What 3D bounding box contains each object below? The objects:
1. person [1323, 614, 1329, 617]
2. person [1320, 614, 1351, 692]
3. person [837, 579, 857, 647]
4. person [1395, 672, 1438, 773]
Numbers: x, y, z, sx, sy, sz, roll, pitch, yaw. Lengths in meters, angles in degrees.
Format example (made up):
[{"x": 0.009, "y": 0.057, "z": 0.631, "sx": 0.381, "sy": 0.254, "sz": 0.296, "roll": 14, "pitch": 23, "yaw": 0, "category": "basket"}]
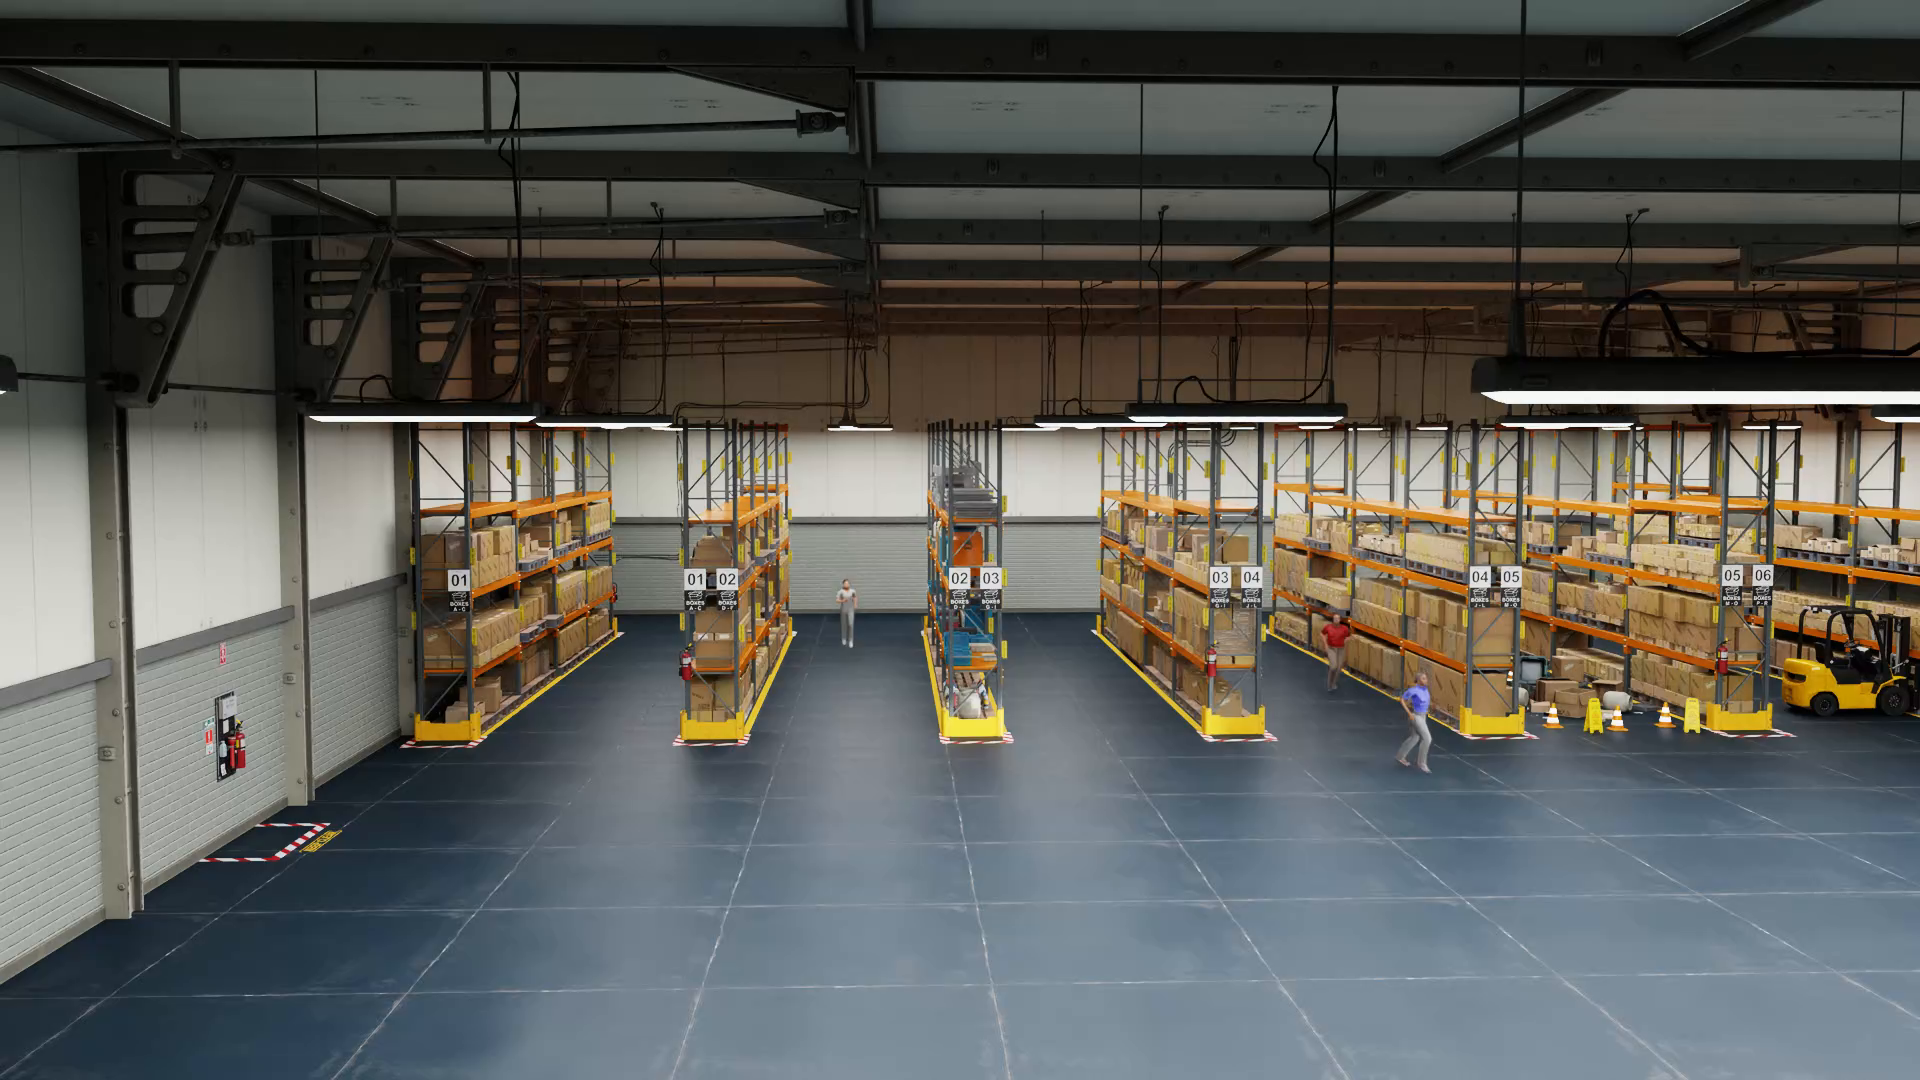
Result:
[{"x": 10.627, "y": 1.824, "z": 48.450, "sx": 0.642, "sy": 1.626, "sz": 0.571, "roll": -2, "pitch": 4, "yaw": -32, "category": "person"}, {"x": 8.369, "y": 2.528, "z": 36.914, "sx": 0.627, "sy": 1.770, "sz": 0.719, "roll": 0, "pitch": 4, "yaw": 0, "category": "person"}, {"x": -2.884, "y": 1.855, "z": 42.495, "sx": 0.551, "sy": 1.692, "sz": 0.849, "roll": -1, "pitch": 4, "yaw": -9, "category": "person"}, {"x": 7.783, "y": 3.094, "z": 28.311, "sx": 0.727, "sy": 1.714, "sz": 0.560, "roll": 3, "pitch": 5, "yaw": 39, "category": "person"}]
